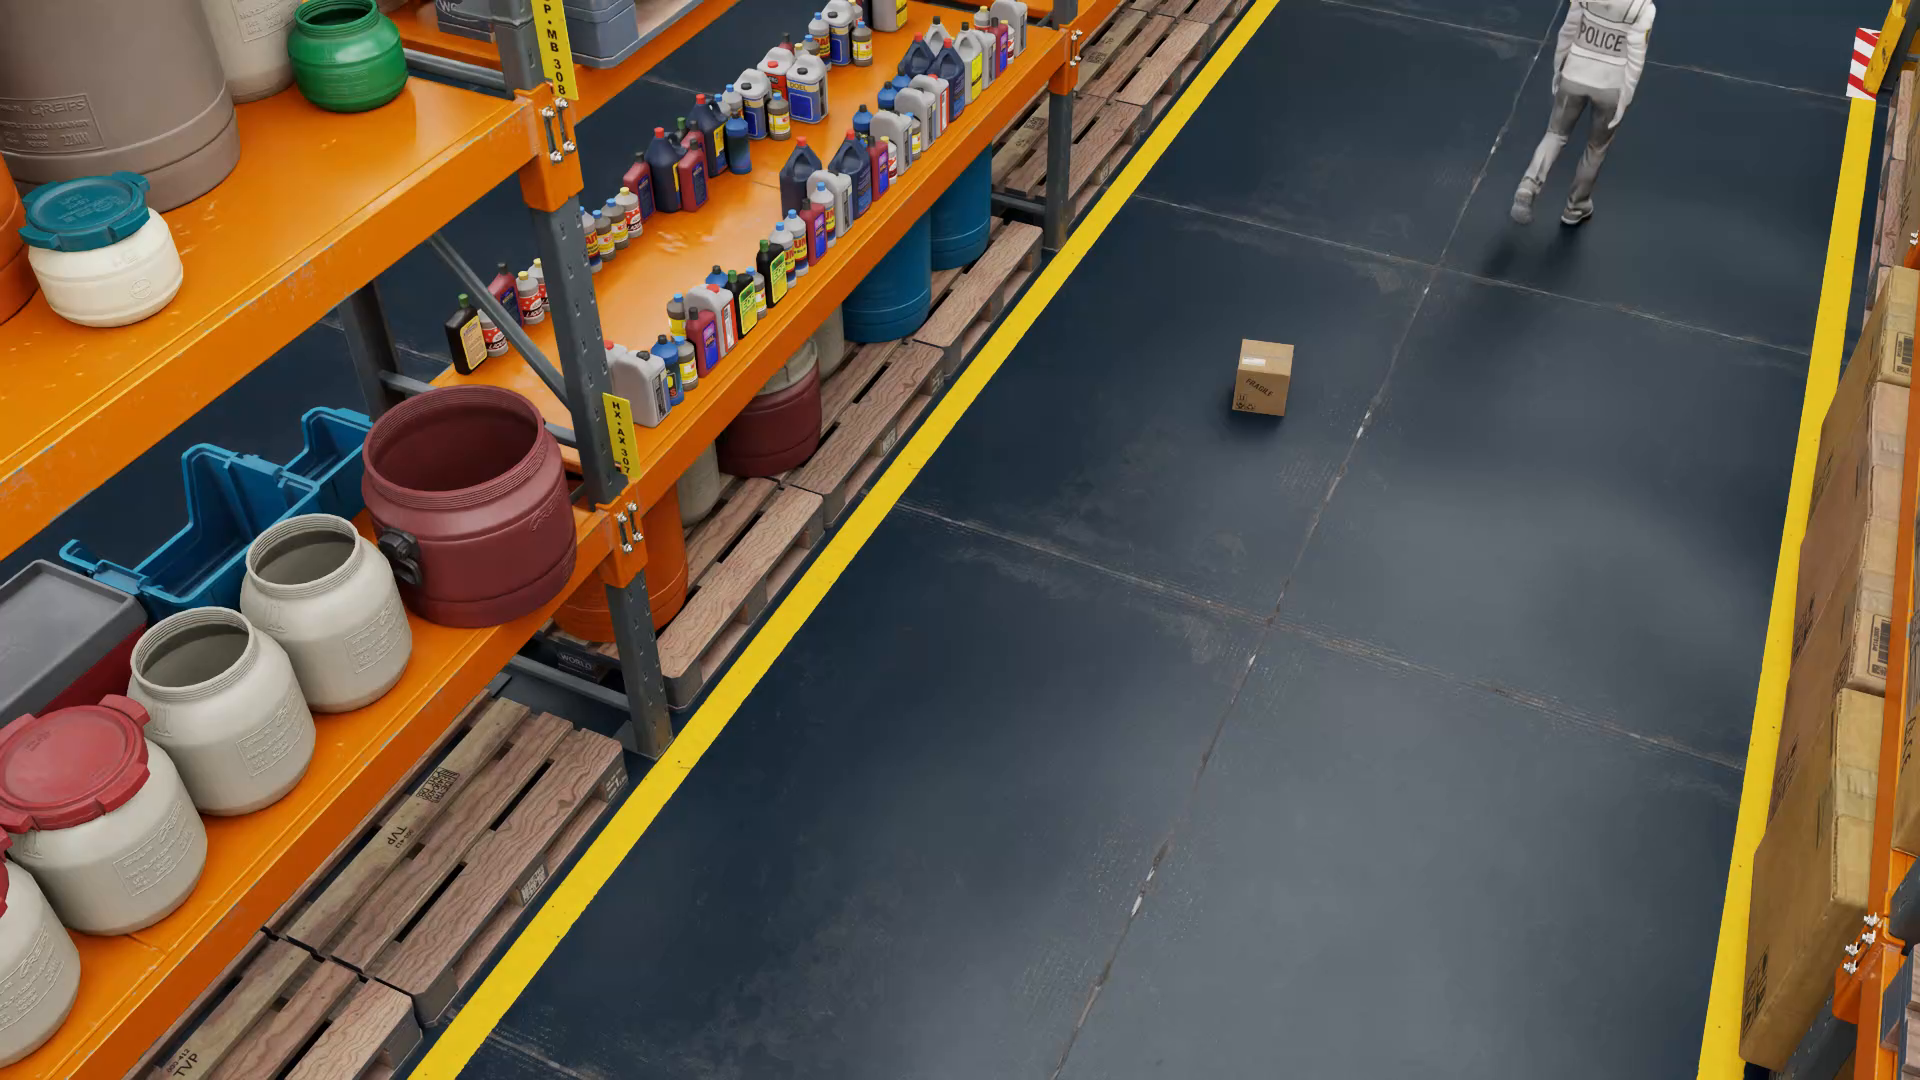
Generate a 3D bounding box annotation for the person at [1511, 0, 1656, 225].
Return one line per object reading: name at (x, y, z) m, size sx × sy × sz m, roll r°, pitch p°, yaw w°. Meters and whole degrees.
person at (3.303, -2.383, 8.736) m, size 0.486 × 1.678 × 0.669 m, roll 28°, pitch 49°, yaw 27°
